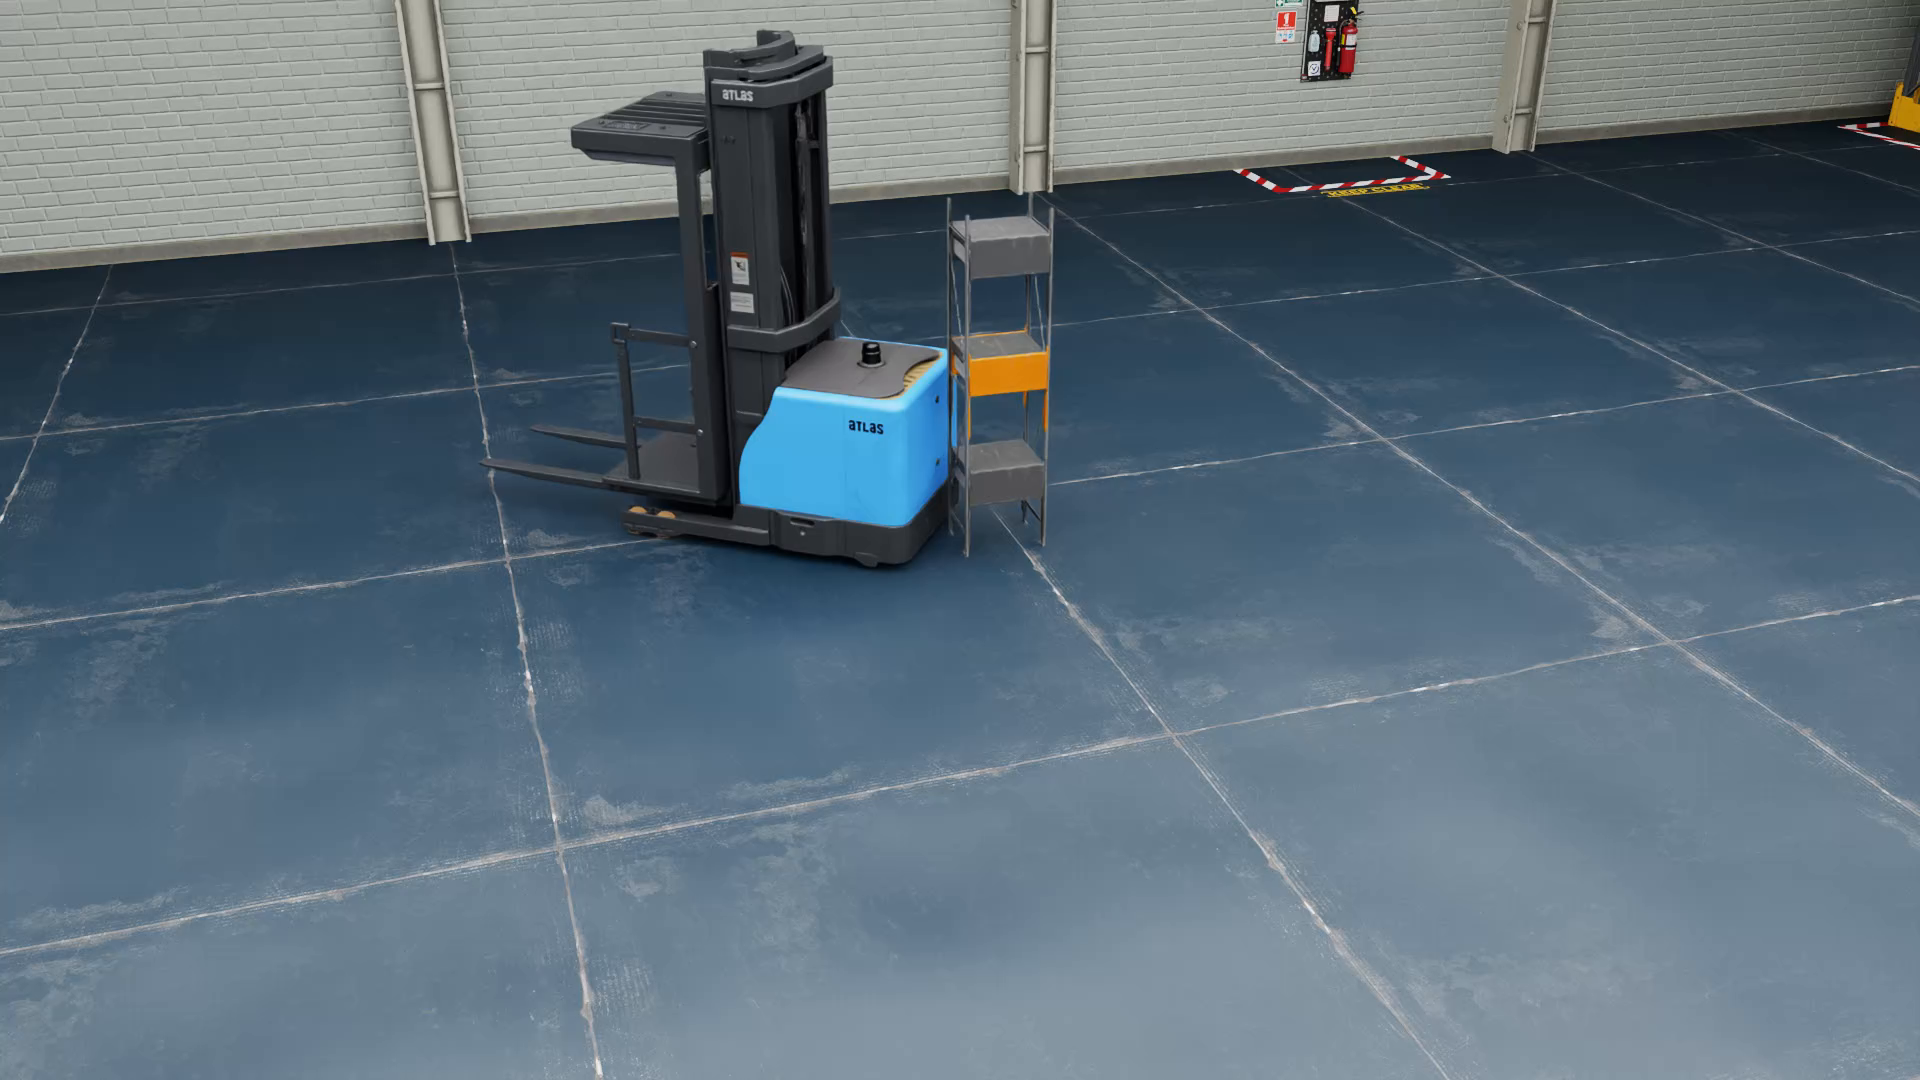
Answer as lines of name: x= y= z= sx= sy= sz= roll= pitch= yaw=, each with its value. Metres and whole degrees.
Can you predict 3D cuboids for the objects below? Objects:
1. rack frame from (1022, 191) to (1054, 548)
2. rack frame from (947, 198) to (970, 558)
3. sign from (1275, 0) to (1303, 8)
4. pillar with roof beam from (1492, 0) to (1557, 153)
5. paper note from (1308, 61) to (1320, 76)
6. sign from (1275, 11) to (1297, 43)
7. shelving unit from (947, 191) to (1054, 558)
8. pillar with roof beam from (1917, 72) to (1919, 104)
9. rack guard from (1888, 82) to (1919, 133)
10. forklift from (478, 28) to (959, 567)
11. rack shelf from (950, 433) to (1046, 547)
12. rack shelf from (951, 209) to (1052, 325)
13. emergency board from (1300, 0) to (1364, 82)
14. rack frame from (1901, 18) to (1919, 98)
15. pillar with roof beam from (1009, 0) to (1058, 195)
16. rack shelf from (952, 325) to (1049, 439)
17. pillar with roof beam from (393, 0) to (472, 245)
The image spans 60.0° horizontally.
rack frame: x=0.458 y=-0.979 z=9.861 sx=0.015 sy=2.100 sz=0.400 roll=-7 pitch=27 yaw=-15
rack frame: x=-0.010 y=-0.918 z=9.738 sx=0.015 sy=2.100 sz=0.400 roll=-7 pitch=27 yaw=-15
sign: x=3.550 y=-5.810 z=17.943 sx=0.331 sy=0.109 sz=0.001 roll=-8 pitch=28 yaw=-16
pillar with roof beam: x=7.795 y=-6.783 z=13.793 sx=0.400 sy=9.000 sz=9.100 roll=-8 pitch=28 yaw=-16
paper note: x=3.910 y=-5.202 z=18.346 sx=0.142 sy=0.148 sz=0.016 roll=-8 pitch=28 yaw=-16
sign: x=3.542 y=-5.575 z=18.067 sx=0.234 sy=0.329 sz=0.001 roll=-8 pitch=28 yaw=-16
shelving unit: x=0.224 y=-0.949 z=9.800 sx=0.503 sy=2.100 sz=0.431 roll=-7 pitch=27 yaw=-15
pillar with roof beam: x=13.500 y=-7.609 z=15.457 sx=0.400 sy=9.000 sz=9.100 roll=-8 pitch=28 yaw=-16
rack guard: x=11.841 y=-5.171 z=20.104 sx=0.348 sy=0.500 sz=1.175 roll=-8 pitch=28 yaw=-16
forklift: x=-1.580 y=-1.533 z=10.042 sx=3.031 sy=2.935 sz=1.130 roll=9 pitch=28 yaw=17
rack shelf: x=0.224 y=-0.309 z=10.117 sx=0.480 sy=0.518 sz=0.431 roll=-7 pitch=27 yaw=-15
rack shelf: x=0.224 y=-1.563 z=9.494 sx=0.480 sy=0.518 sz=0.431 roll=-7 pitch=27 yaw=-15
emergency board: x=4.100 y=-5.592 z=18.141 sx=0.643 sy=1.169 sz=0.194 roll=-8 pitch=28 yaw=-16
rack frame: x=11.769 y=-6.280 z=19.527 sx=0.127 sy=3.000 sz=1.000 roll=-8 pitch=28 yaw=-16
pillar with roof beam: x=2.090 y=-5.957 z=12.129 sx=0.400 sy=9.000 sz=9.100 roll=-8 pitch=28 yaw=-16
rack shelf: x=0.224 y=-0.936 z=9.806 sx=0.480 sy=0.518 sz=0.431 roll=-7 pitch=27 yaw=-15
pillar with roof beam: x=-3.615 y=-5.131 z=10.465 sx=0.400 sy=9.000 sz=9.100 roll=-8 pitch=28 yaw=-16
